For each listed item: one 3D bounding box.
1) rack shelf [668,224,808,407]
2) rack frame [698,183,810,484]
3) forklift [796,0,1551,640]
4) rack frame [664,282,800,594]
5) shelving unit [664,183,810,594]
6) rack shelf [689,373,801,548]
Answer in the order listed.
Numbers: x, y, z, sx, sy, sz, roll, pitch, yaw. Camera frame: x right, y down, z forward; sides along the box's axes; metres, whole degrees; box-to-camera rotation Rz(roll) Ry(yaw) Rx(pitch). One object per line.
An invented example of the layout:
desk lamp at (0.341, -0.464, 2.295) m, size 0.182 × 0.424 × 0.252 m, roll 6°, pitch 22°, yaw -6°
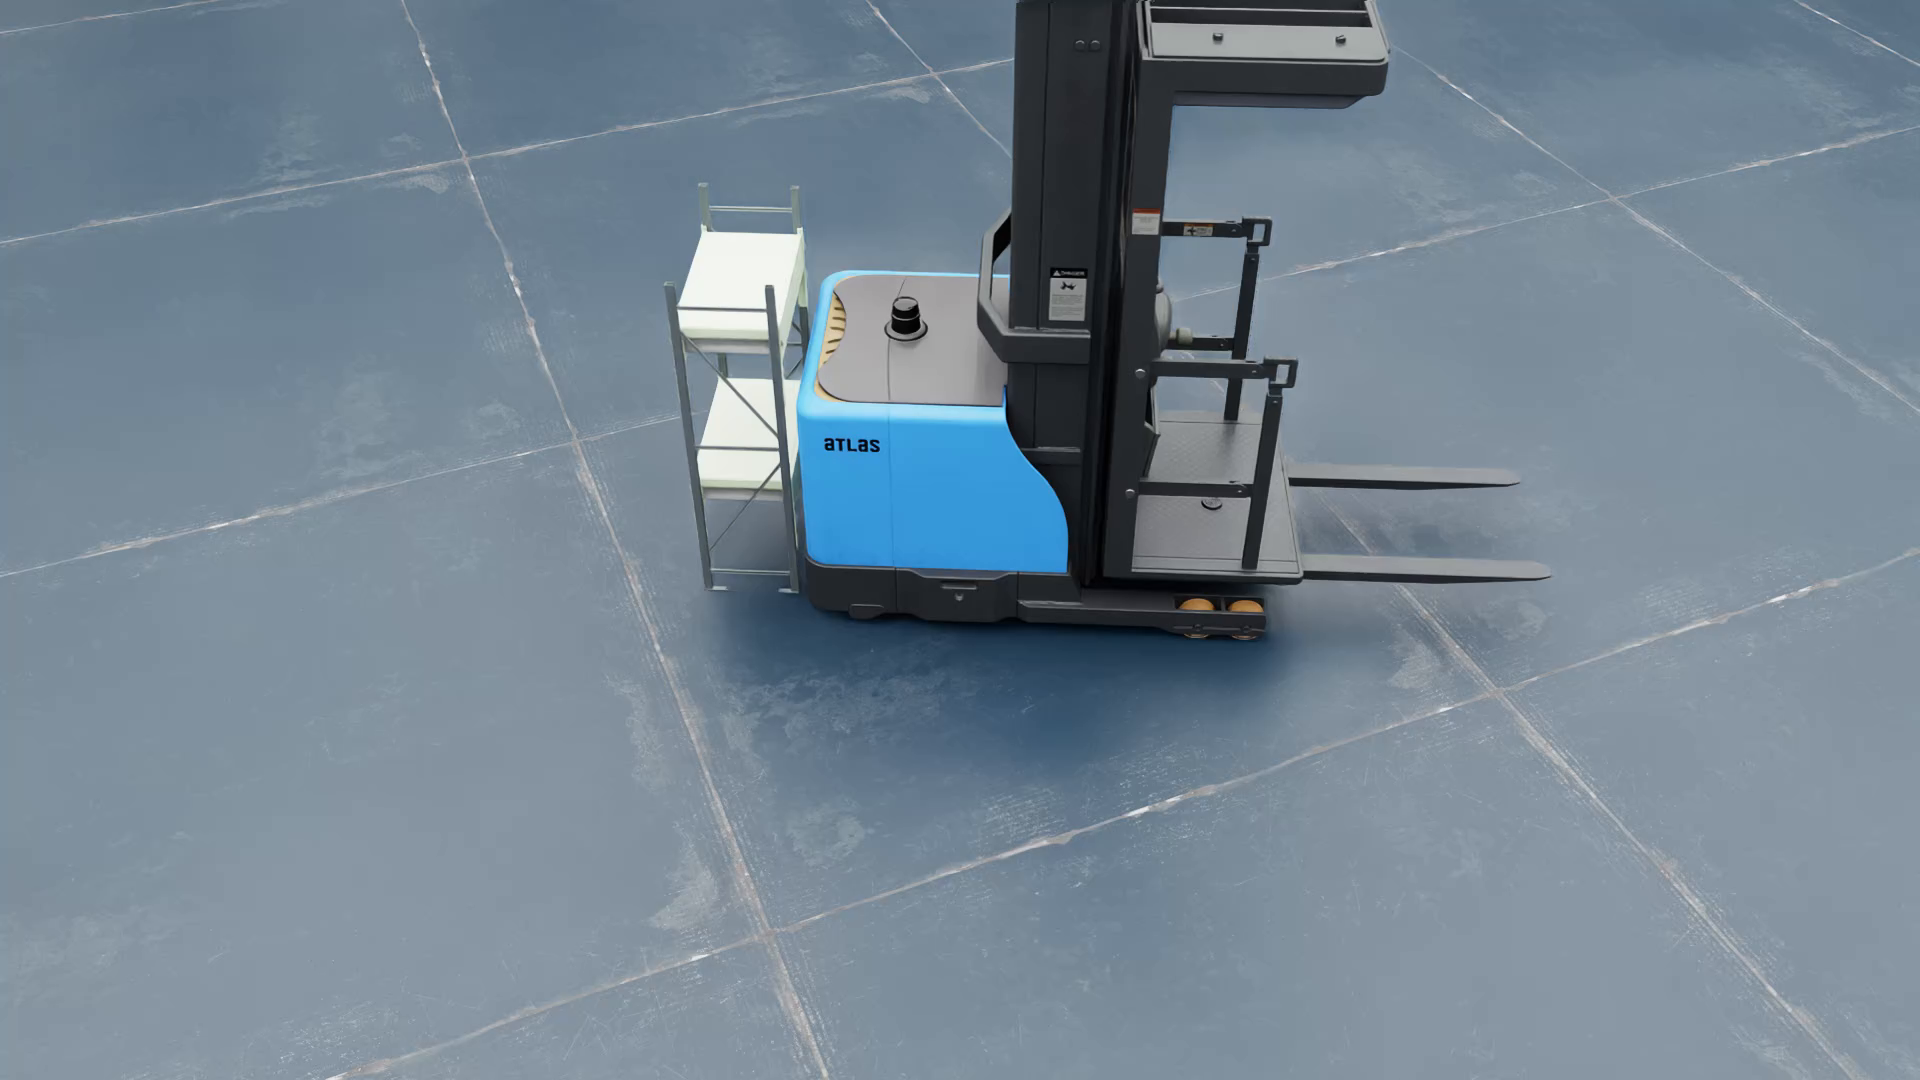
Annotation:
rack shelf at (-0.855, -0.890, 6.536) m, size 0.431 × 0.370 × 0.720 m, roll 2°, pitch 41°, yaw 2°
rack frame at (-0.836, -0.833, 7.068) m, size 0.400 × 1.500 × 0.023 m, roll 2°, pitch 41°, yaw 2°
forklift at (0.903, -1.062, 6.237) m, size 3.031 × 2.935 × 1.130 m, roll 2°, pitch 41°, yaw 2°
rack frame at (-0.873, -0.356, 6.514) m, size 0.400 × 1.500 × 0.023 m, roll 2°, pitch 41°, yaw 2°
shelving unit at (-0.855, -0.594, 6.791) m, size 0.431 × 1.500 × 0.755 m, roll 2°, pitch 41°, yaw 2°
rack shelf at (-0.855, -0.347, 7.003) m, size 0.431 × 0.370 × 0.720 m, roll 2°, pitch 41°, yaw 2°
